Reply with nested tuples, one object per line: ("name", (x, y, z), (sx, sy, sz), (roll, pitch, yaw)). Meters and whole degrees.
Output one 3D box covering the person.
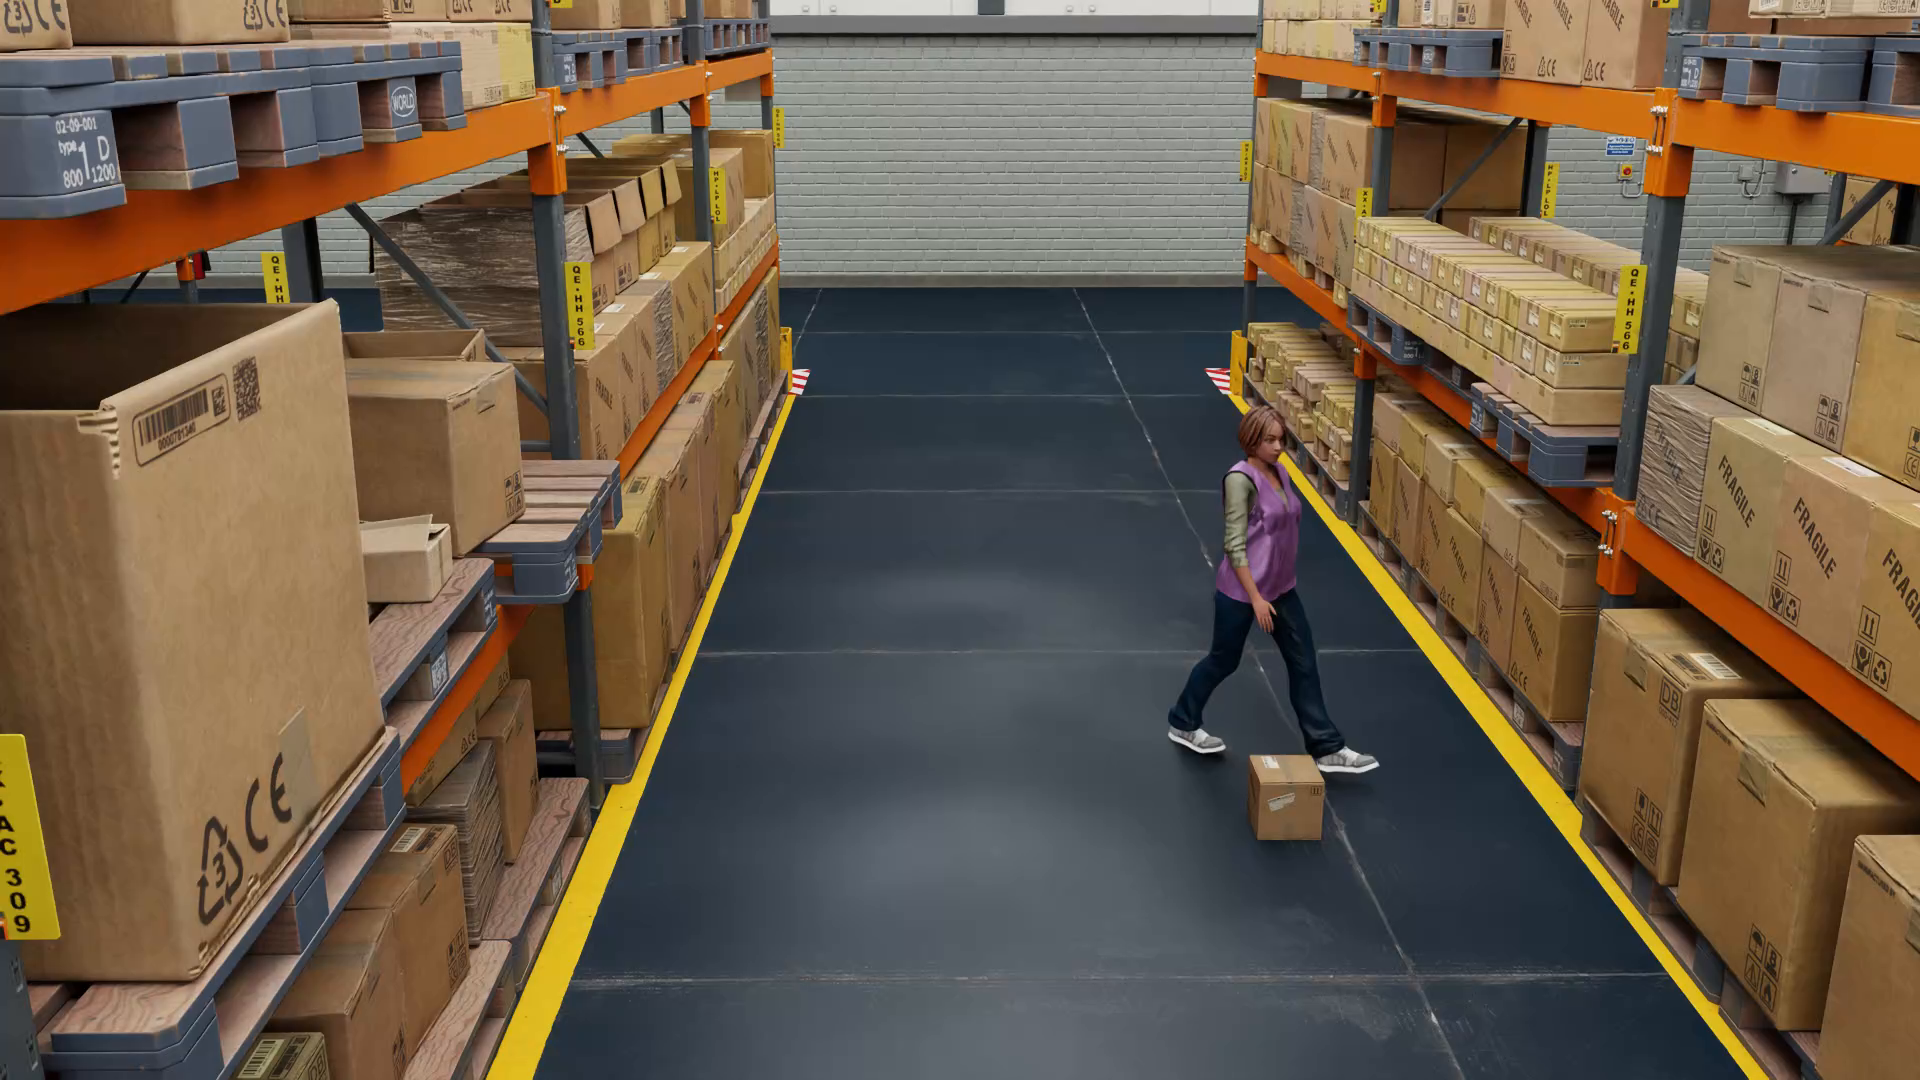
("person", (1.301, 0.226, 6.876), (0.446, 1.550, 0.922), (-16, 23, -41))
